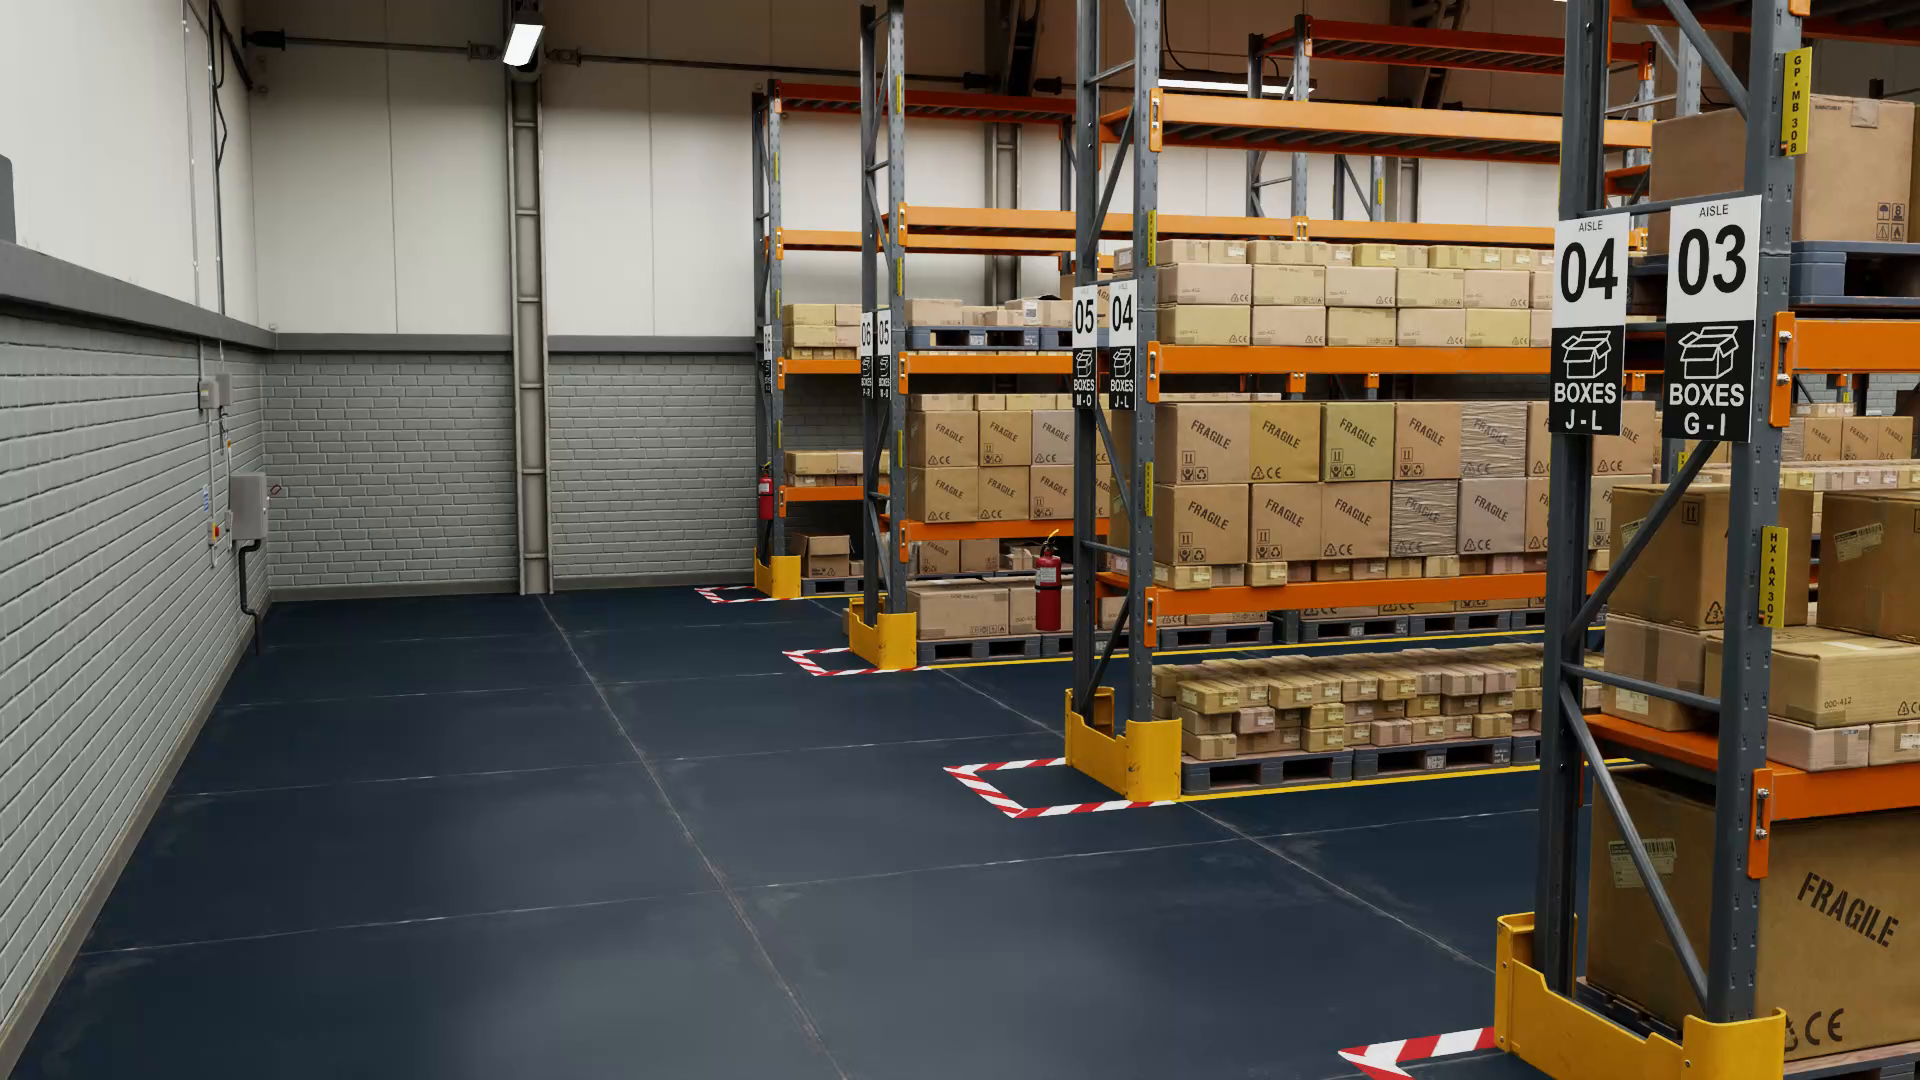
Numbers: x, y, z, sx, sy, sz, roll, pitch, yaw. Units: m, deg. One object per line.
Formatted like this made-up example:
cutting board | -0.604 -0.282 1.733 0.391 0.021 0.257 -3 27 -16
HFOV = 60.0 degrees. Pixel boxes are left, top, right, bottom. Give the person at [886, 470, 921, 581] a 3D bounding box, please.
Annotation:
person | -0.575 0.058 16.996 0.351 1.785 0.547 -2 6 -20
